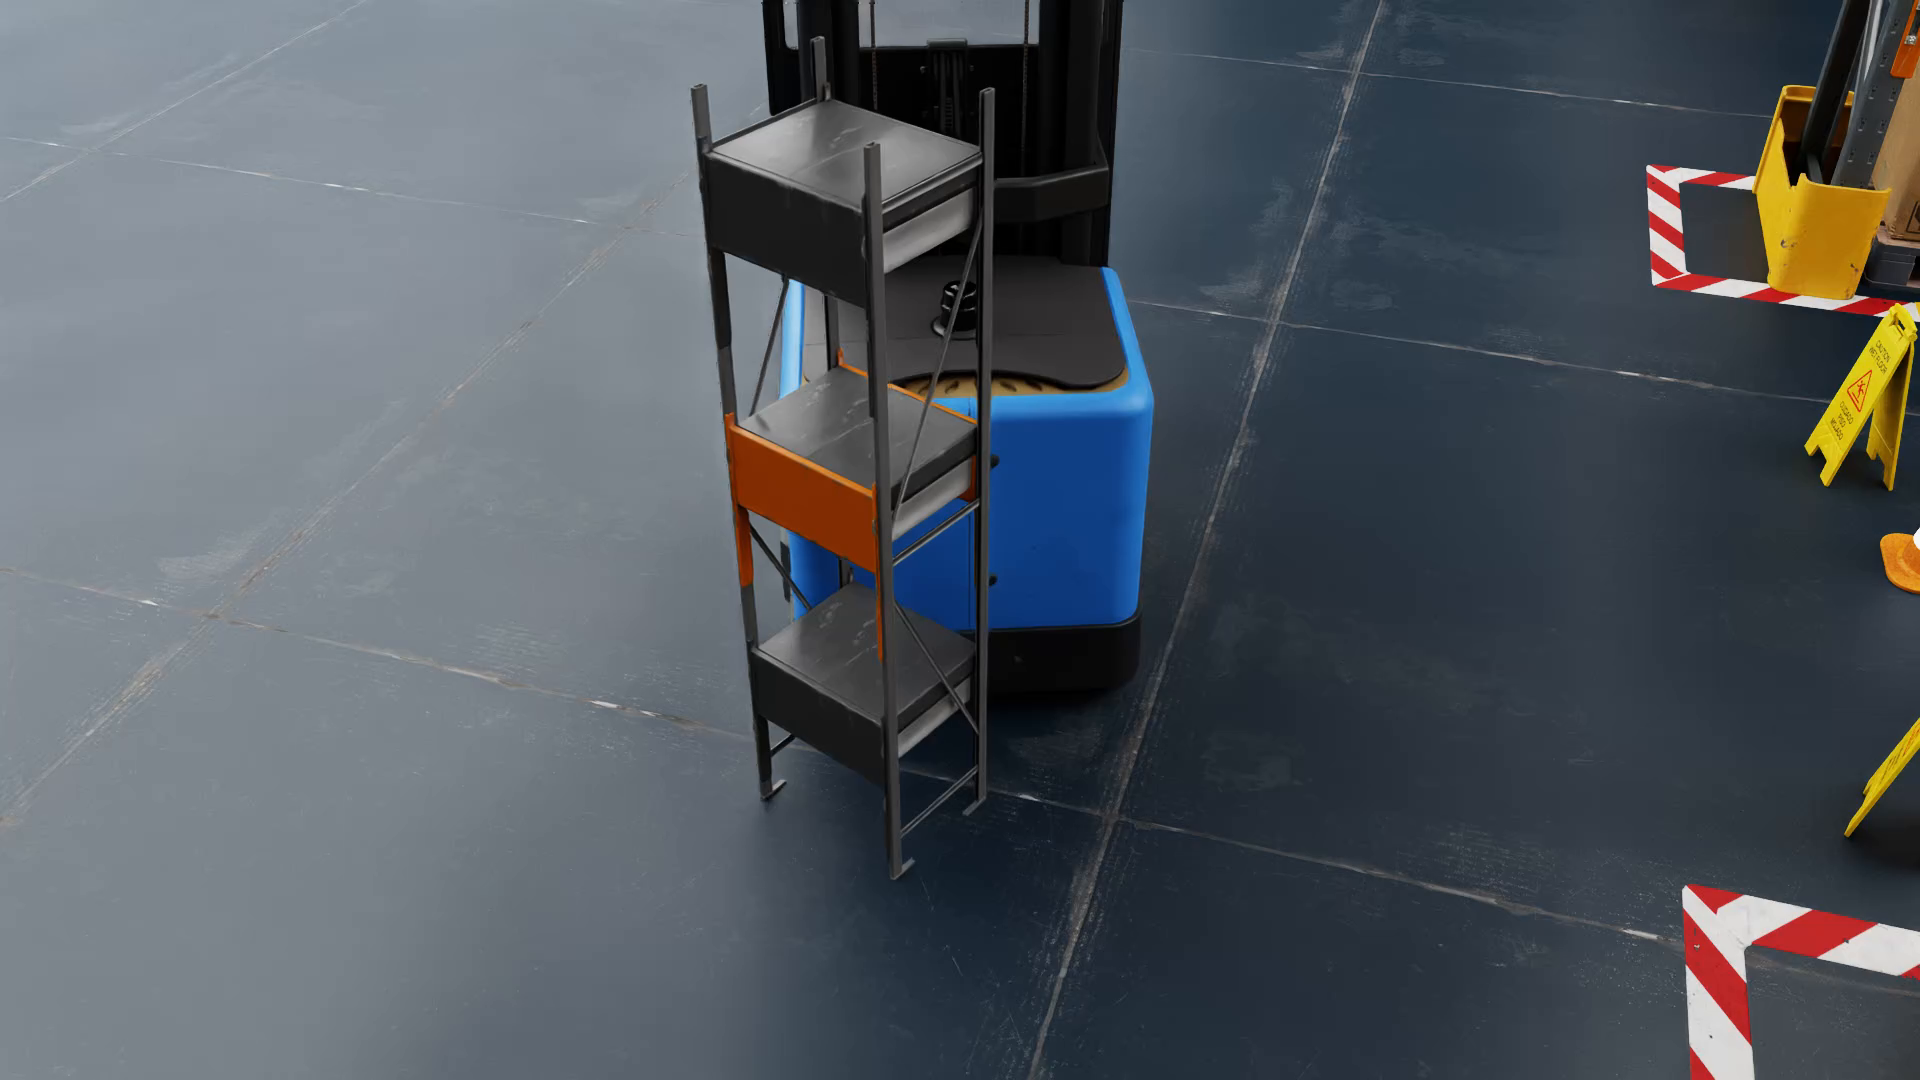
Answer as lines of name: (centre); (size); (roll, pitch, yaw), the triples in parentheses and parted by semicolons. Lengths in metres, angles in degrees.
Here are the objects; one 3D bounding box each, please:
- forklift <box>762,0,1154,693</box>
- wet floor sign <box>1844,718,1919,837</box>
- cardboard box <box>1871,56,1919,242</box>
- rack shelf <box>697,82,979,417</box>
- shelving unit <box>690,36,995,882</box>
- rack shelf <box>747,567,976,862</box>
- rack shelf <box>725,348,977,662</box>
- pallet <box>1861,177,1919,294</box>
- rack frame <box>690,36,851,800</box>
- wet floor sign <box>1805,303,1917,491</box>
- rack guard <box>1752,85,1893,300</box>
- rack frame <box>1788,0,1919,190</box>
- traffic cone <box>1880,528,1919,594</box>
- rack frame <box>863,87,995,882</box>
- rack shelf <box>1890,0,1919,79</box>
forklift: (-0.069, -1.555, 5.390); (1.130, 2.935, 3.031); (-2, 36, -3)
wet floor sign: (2.635, 0.542, 4.469); (0.232, 0.644, 0.267); (24, 43, 29)
cardboard box: (4.544, -1.816, 7.125); (0.875, 0.875, 0.875); (11, 38, 14)
rack shelf: (-0.247, -0.659, 3.716); (0.480, 0.518, 0.431); (26, 44, 31)
shelving unit: (-0.247, -0.106, 4.123); (0.503, 2.100, 0.431); (26, 44, 31)
rack shelf: (-0.247, 0.469, 4.546); (0.480, 0.518, 0.431); (26, 44, 31)
rack shelf: (-0.247, -0.095, 4.131); (0.480, 0.518, 0.431); (26, 44, 31)
pallet: (4.663, -1.365, 7.427); (1.213, 0.211, 1.003); (10, 38, 14)
rack frame: (-0.436, -0.197, 4.247); (0.015, 2.100, 0.400); (26, 44, 31)
wet floor sign: (3.259, -0.522, 5.915); (0.232, 0.644, 0.267); (4, 37, 6)
rack guard: (3.854, -1.583, 7.479); (0.348, 0.500, 1.175); (10, 38, 14)
rack frame: (3.877, -2.585, 6.732); (0.127, 3.000, 1.000); (10, 38, 14)
traffic cone: (3.299, -0.087, 5.478); (0.334, 0.463, 0.336); (10, 38, 14)
rack frame: (-0.058, -0.015, 3.999); (0.015, 2.100, 0.400); (26, 44, 31)
rack shelf: (5.786, -1.942, 6.465); (4.000, 0.370, 1.077); (10, 38, 14)
